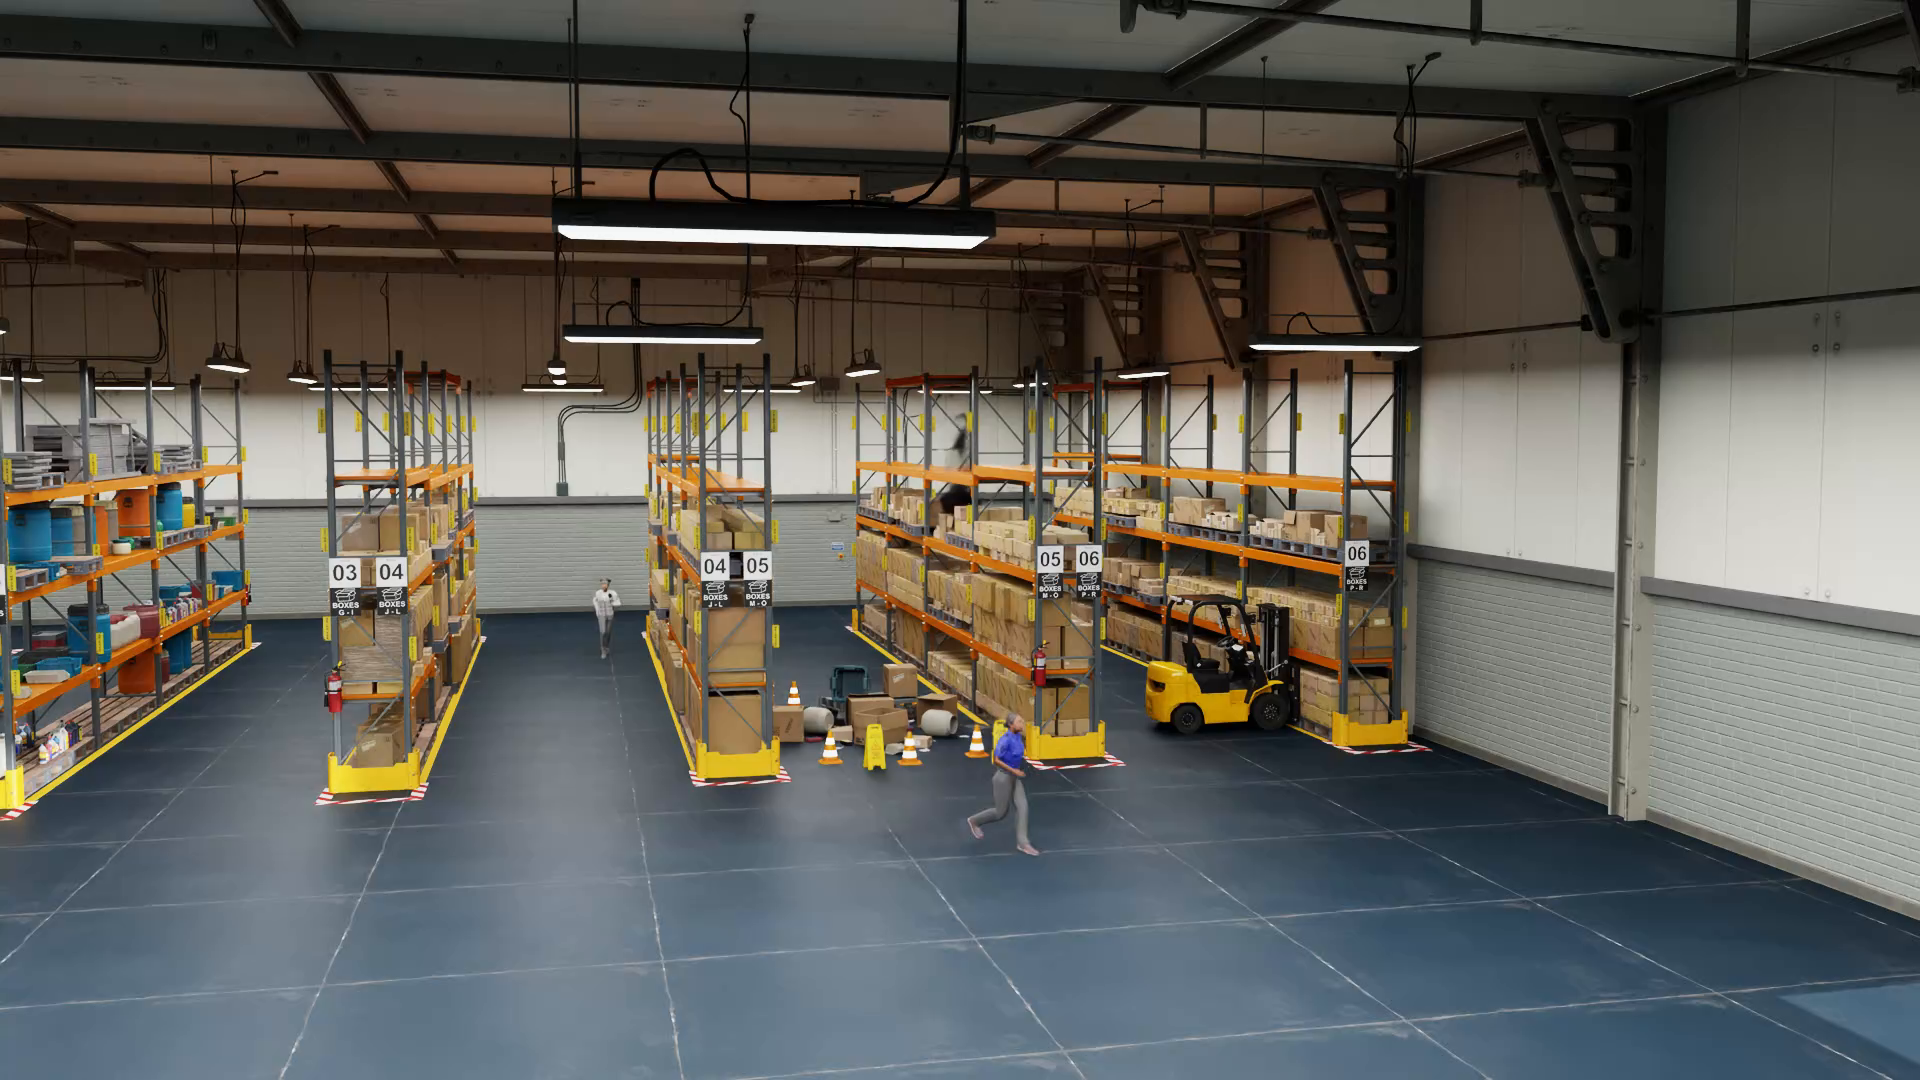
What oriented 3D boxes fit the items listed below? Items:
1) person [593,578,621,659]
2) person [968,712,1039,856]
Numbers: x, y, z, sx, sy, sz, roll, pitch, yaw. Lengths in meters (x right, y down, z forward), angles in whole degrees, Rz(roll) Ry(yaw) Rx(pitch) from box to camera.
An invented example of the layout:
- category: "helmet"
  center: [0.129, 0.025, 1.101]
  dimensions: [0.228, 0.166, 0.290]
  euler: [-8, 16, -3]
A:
- category: "person"
  center: [-7.604, 1.671, 35.851]
  dimensions: [0.587, 1.749, 0.798]
  euler: [-1, 4, -12]
- category: "person"
  center: [0.530, 2.835, 19.509]
  dimensions: [0.933, 1.650, 0.599]
  euler: [2, 4, 26]
